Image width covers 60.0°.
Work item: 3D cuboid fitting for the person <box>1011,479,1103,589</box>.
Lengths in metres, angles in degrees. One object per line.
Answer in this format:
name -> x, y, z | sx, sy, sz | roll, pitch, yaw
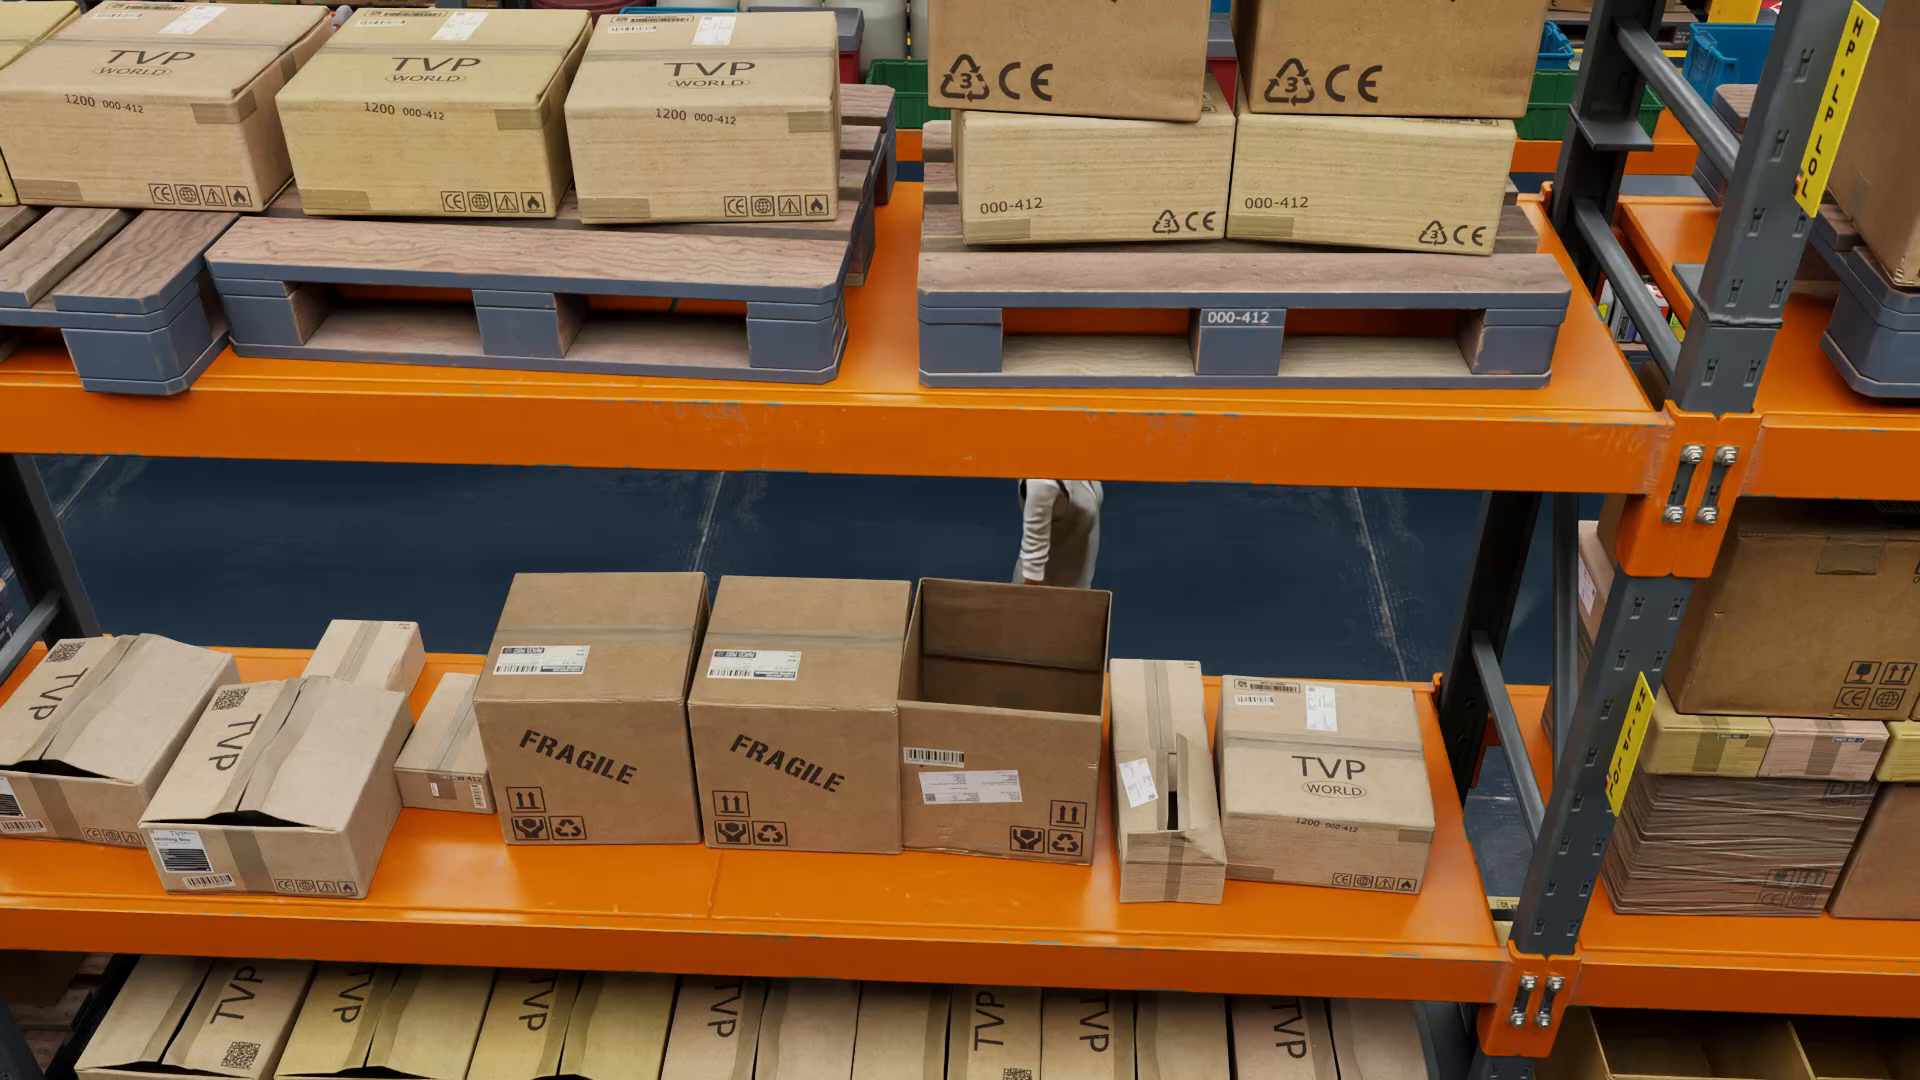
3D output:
person -> 0.378, 0.192, 5.879 | 0.398, 1.598, 0.461 | 7, 37, 9
